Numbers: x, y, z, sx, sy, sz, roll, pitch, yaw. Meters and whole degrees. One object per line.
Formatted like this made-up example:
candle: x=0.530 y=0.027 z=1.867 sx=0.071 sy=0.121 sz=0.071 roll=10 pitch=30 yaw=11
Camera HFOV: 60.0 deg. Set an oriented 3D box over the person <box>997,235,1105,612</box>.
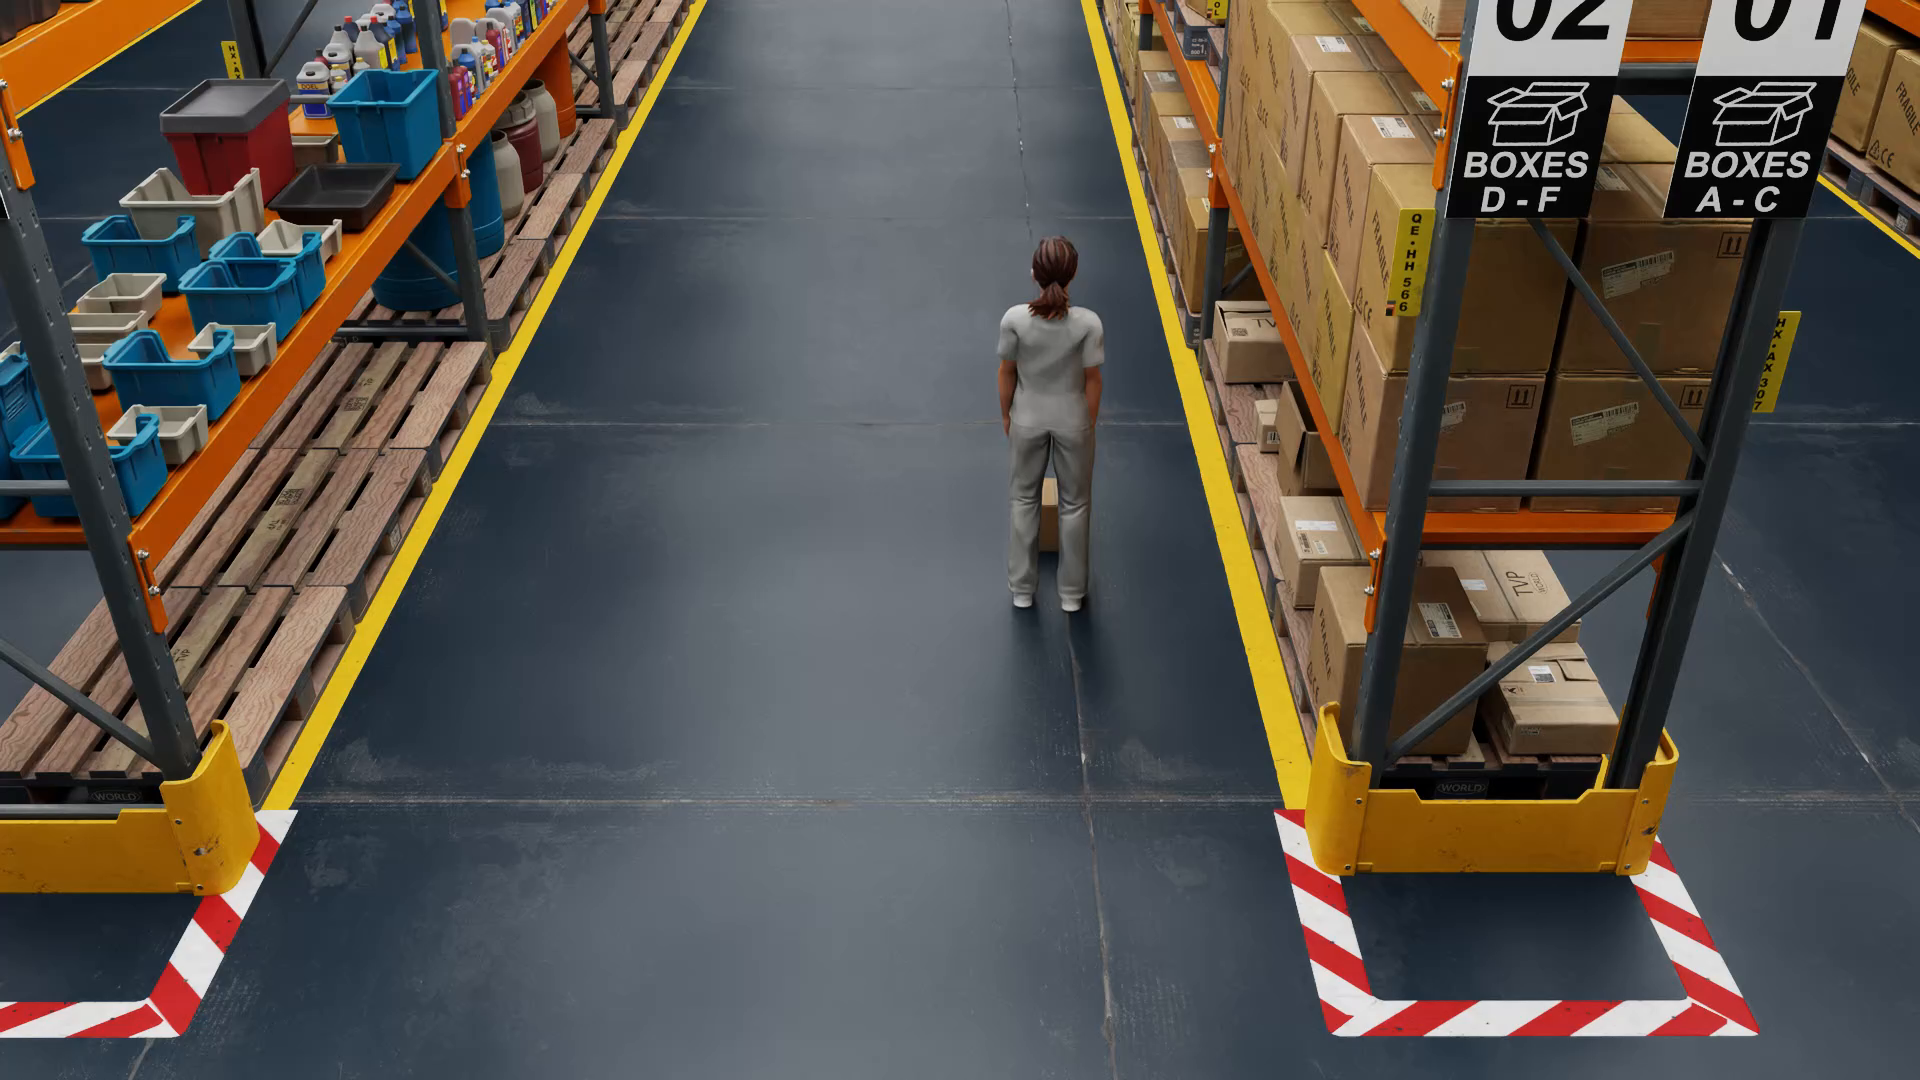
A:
person: x=0.369 y=-0.463 z=6.895 sx=0.437 sy=1.670 sz=0.361 roll=5 pitch=32 yaw=7
